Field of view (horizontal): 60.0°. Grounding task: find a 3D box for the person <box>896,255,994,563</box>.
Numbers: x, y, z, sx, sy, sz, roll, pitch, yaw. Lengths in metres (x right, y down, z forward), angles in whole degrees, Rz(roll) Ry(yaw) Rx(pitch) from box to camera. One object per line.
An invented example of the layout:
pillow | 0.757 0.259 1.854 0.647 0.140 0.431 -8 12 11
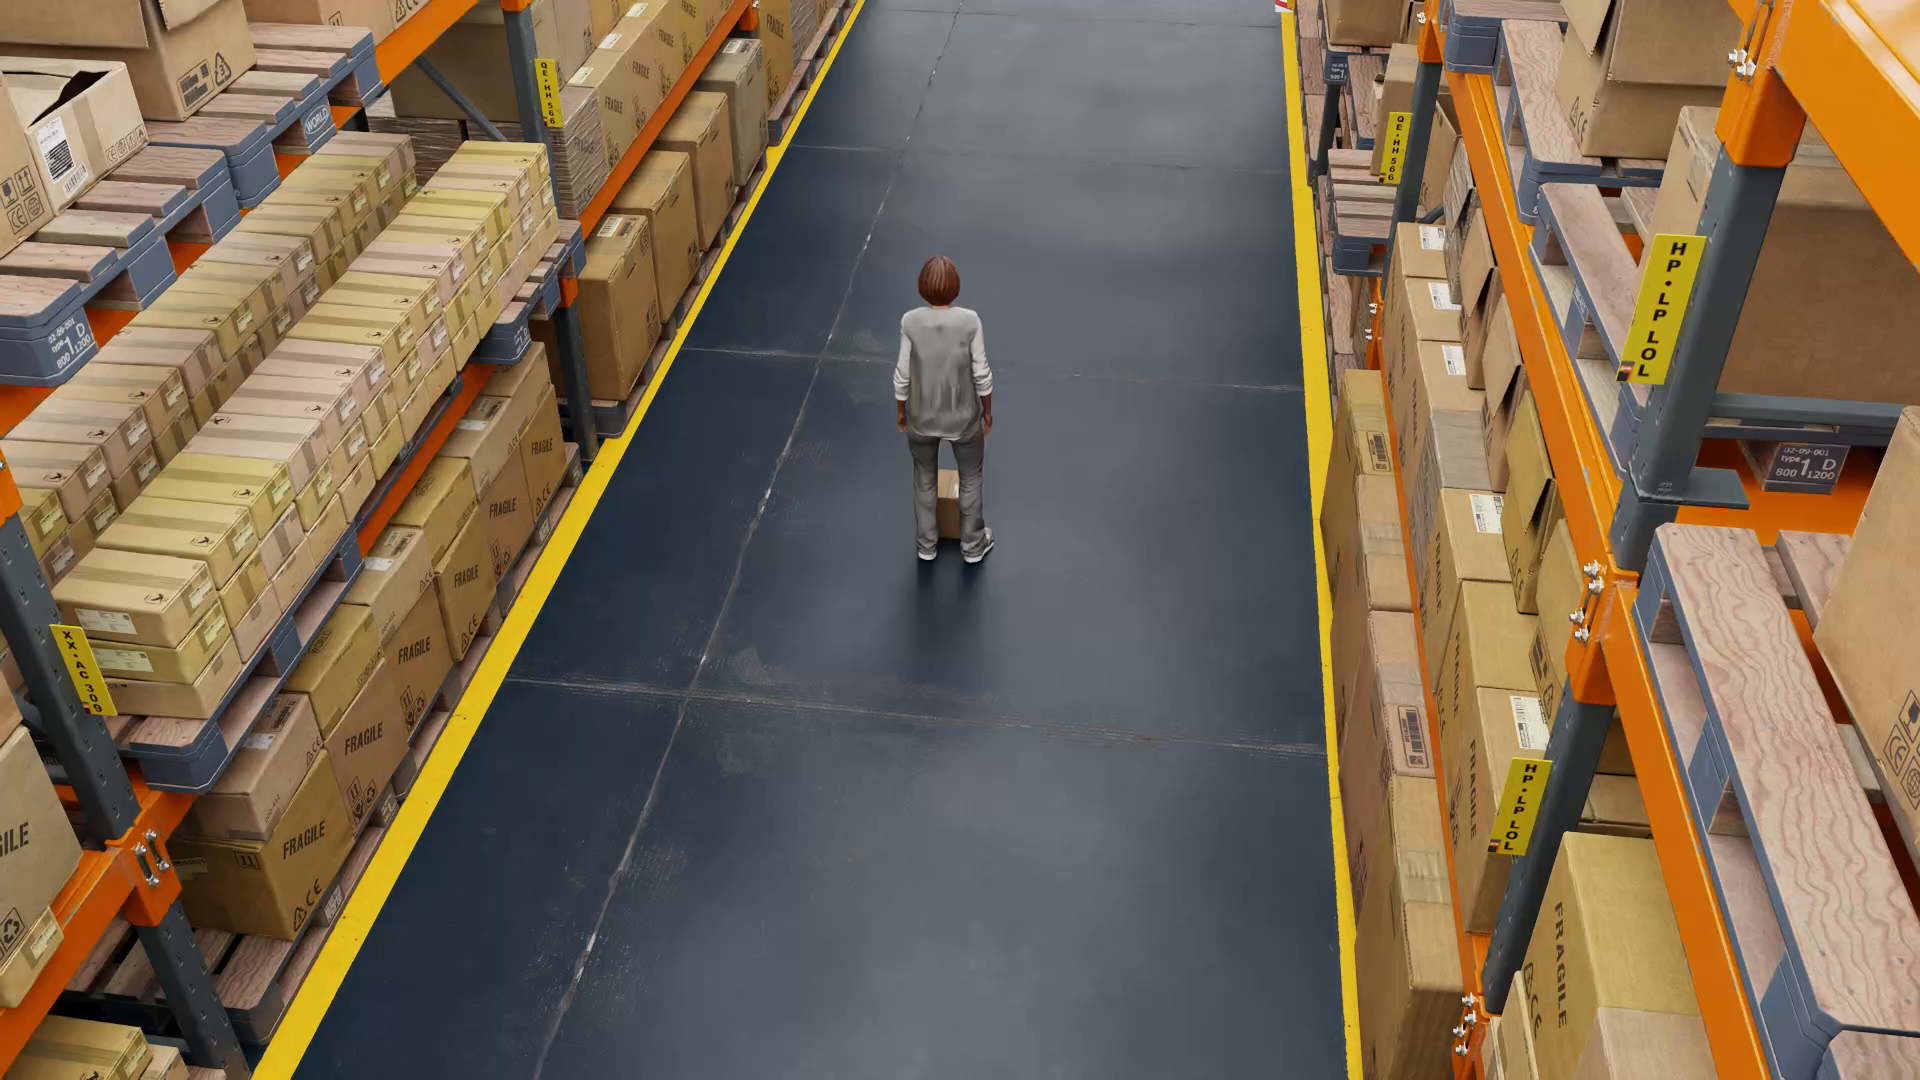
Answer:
person | -0.067 -0.563 7.837 0.465 1.551 0.346 3 37 4
